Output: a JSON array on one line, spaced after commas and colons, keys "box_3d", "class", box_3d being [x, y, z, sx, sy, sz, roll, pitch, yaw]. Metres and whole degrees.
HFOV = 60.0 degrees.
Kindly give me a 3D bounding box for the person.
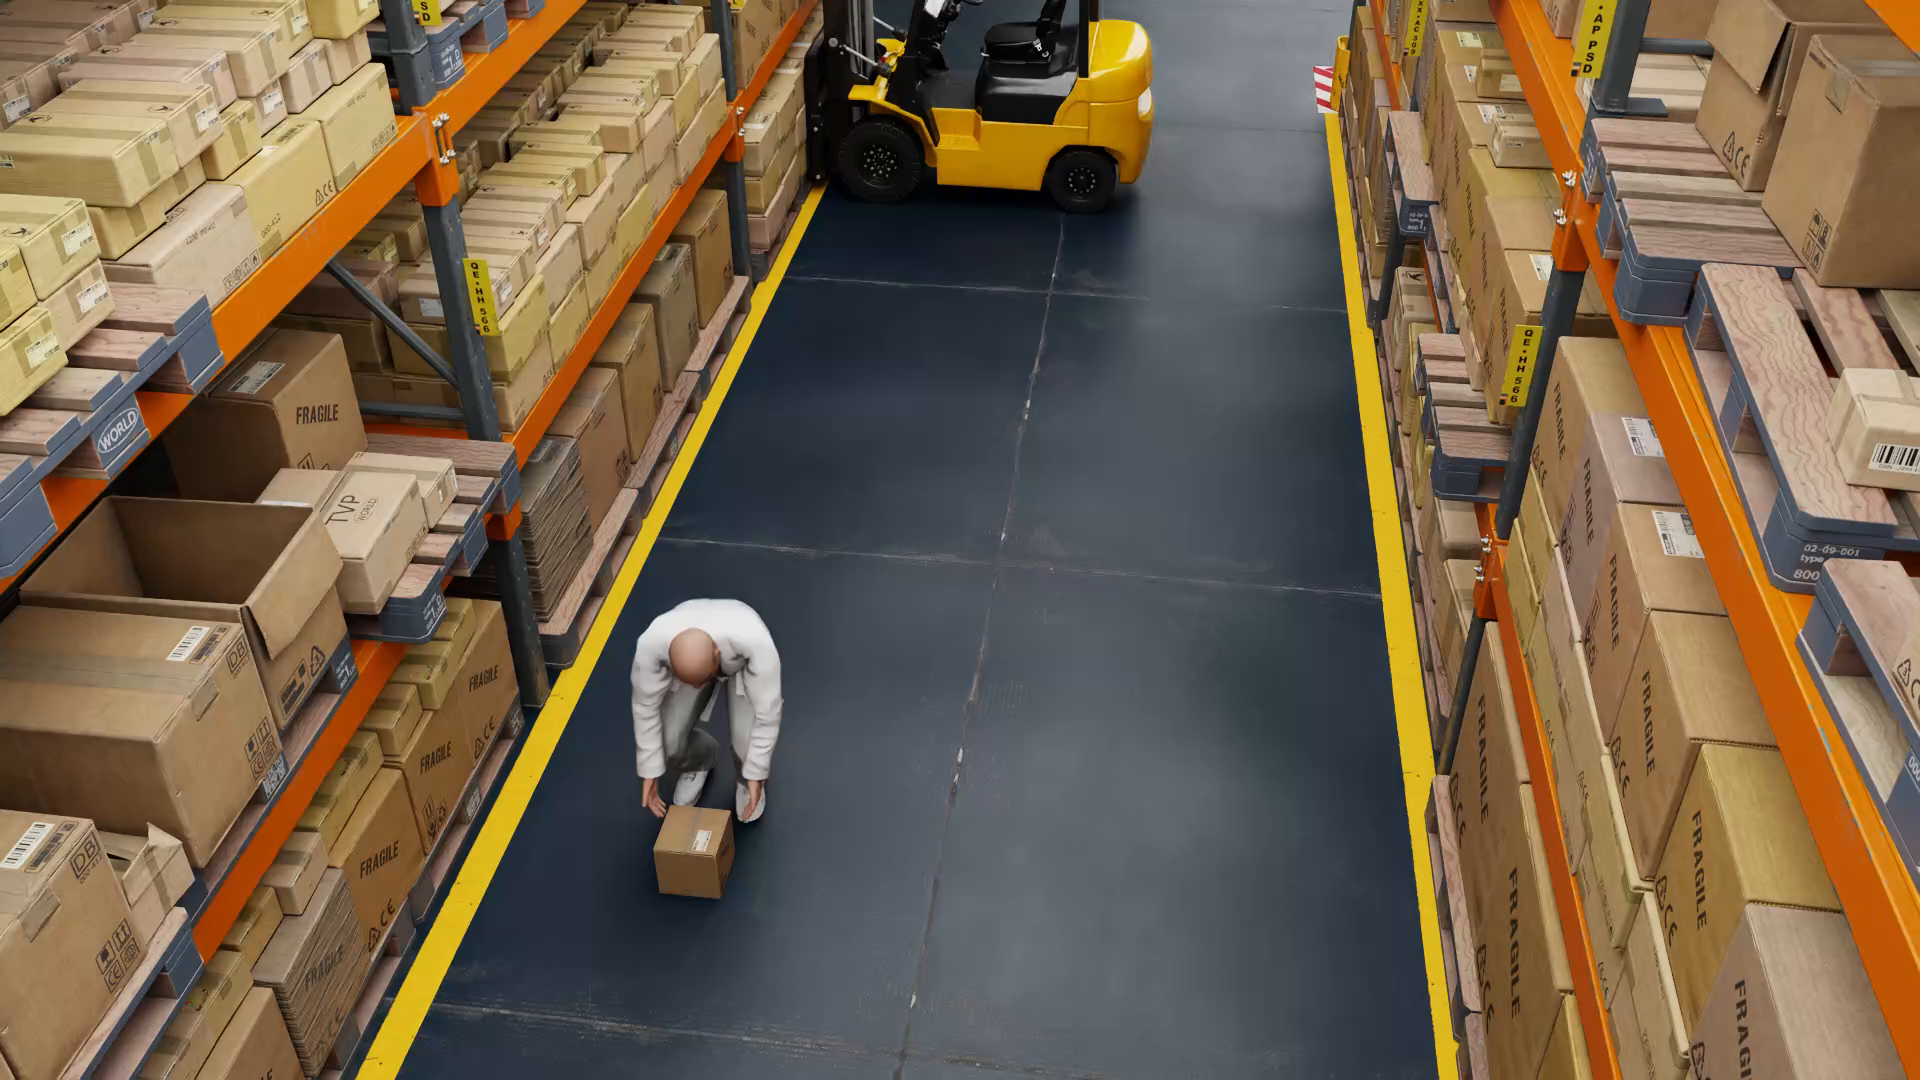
[{"box_3d": [-0.982, 0.639, 6.711, 0.623, 1.142, 0.842, 5, 36, 7], "class": "person"}]
